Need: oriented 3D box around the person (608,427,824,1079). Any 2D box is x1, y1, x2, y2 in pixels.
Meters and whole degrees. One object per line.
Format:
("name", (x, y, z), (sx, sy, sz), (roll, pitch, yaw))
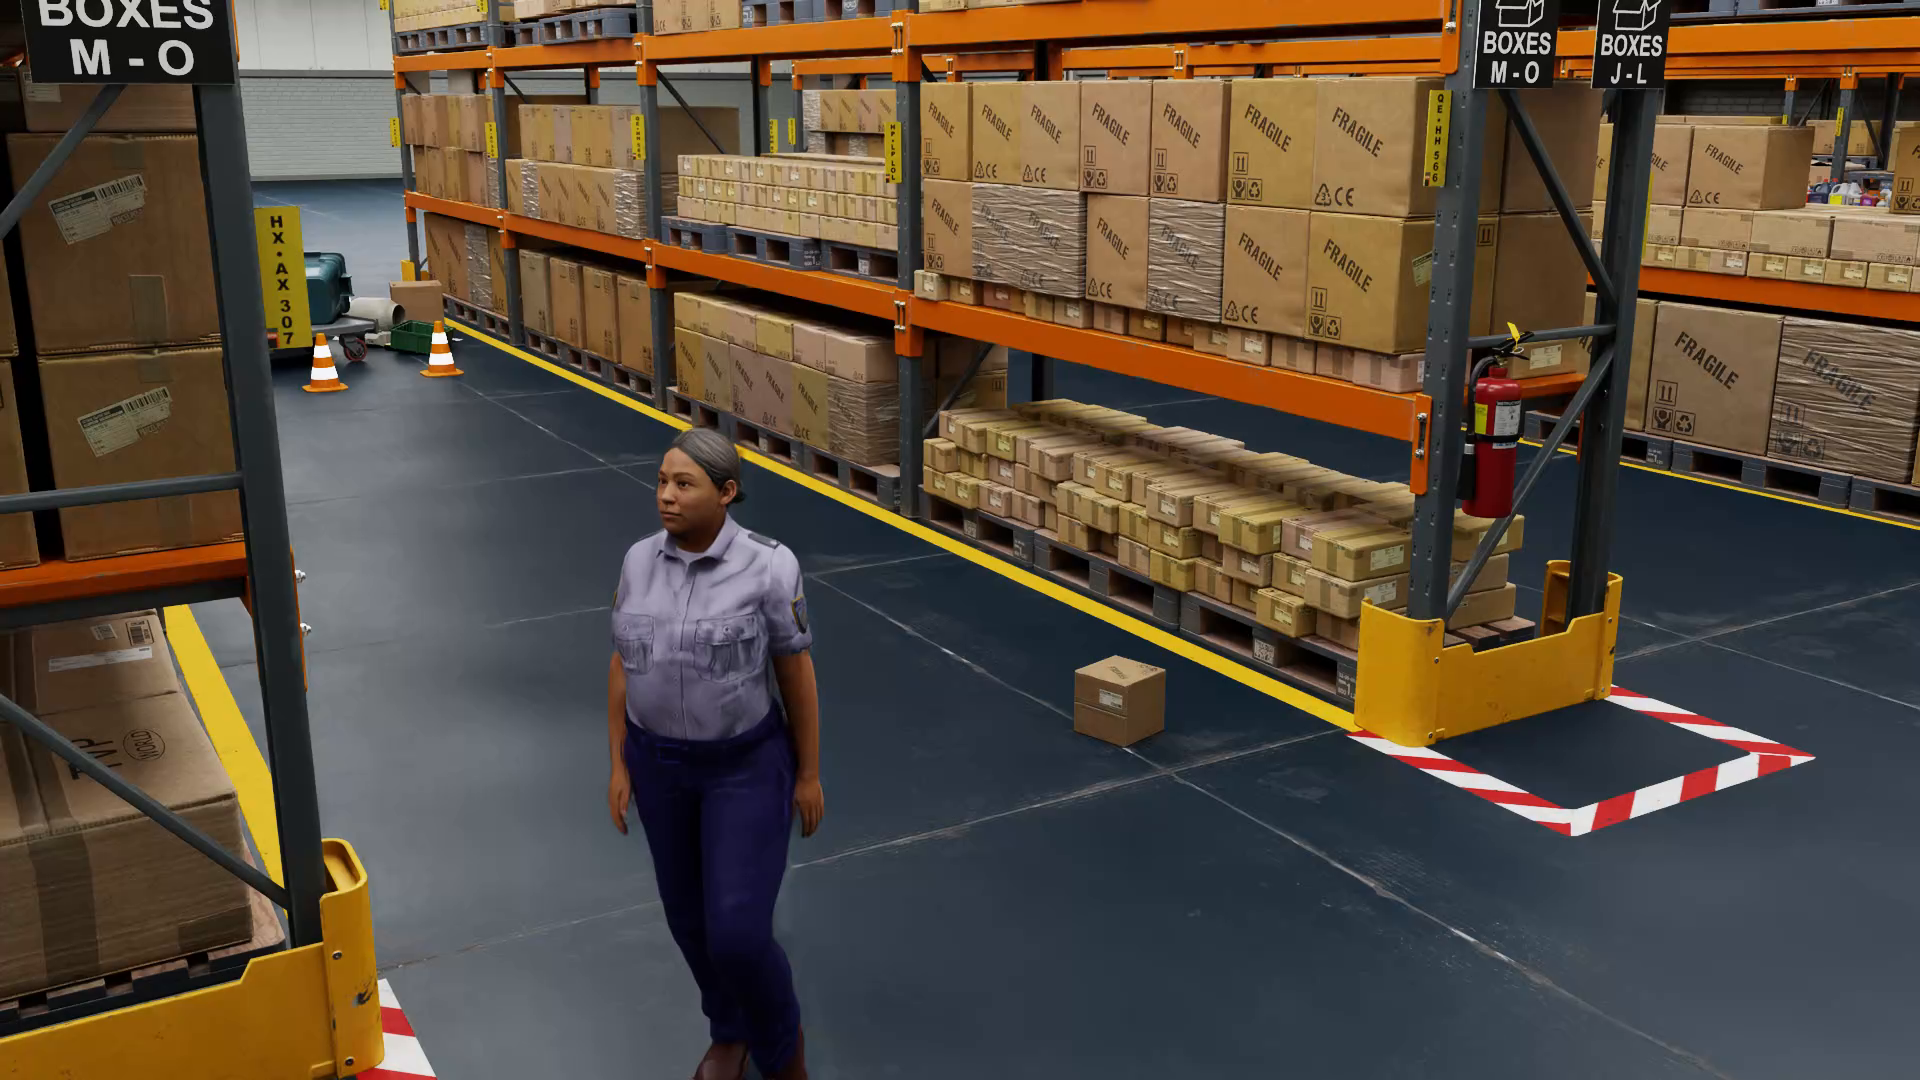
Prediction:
("person", (-0.595, 0.627, 3.874), (0.518, 1.592, 0.484), (5, 16, 18))
